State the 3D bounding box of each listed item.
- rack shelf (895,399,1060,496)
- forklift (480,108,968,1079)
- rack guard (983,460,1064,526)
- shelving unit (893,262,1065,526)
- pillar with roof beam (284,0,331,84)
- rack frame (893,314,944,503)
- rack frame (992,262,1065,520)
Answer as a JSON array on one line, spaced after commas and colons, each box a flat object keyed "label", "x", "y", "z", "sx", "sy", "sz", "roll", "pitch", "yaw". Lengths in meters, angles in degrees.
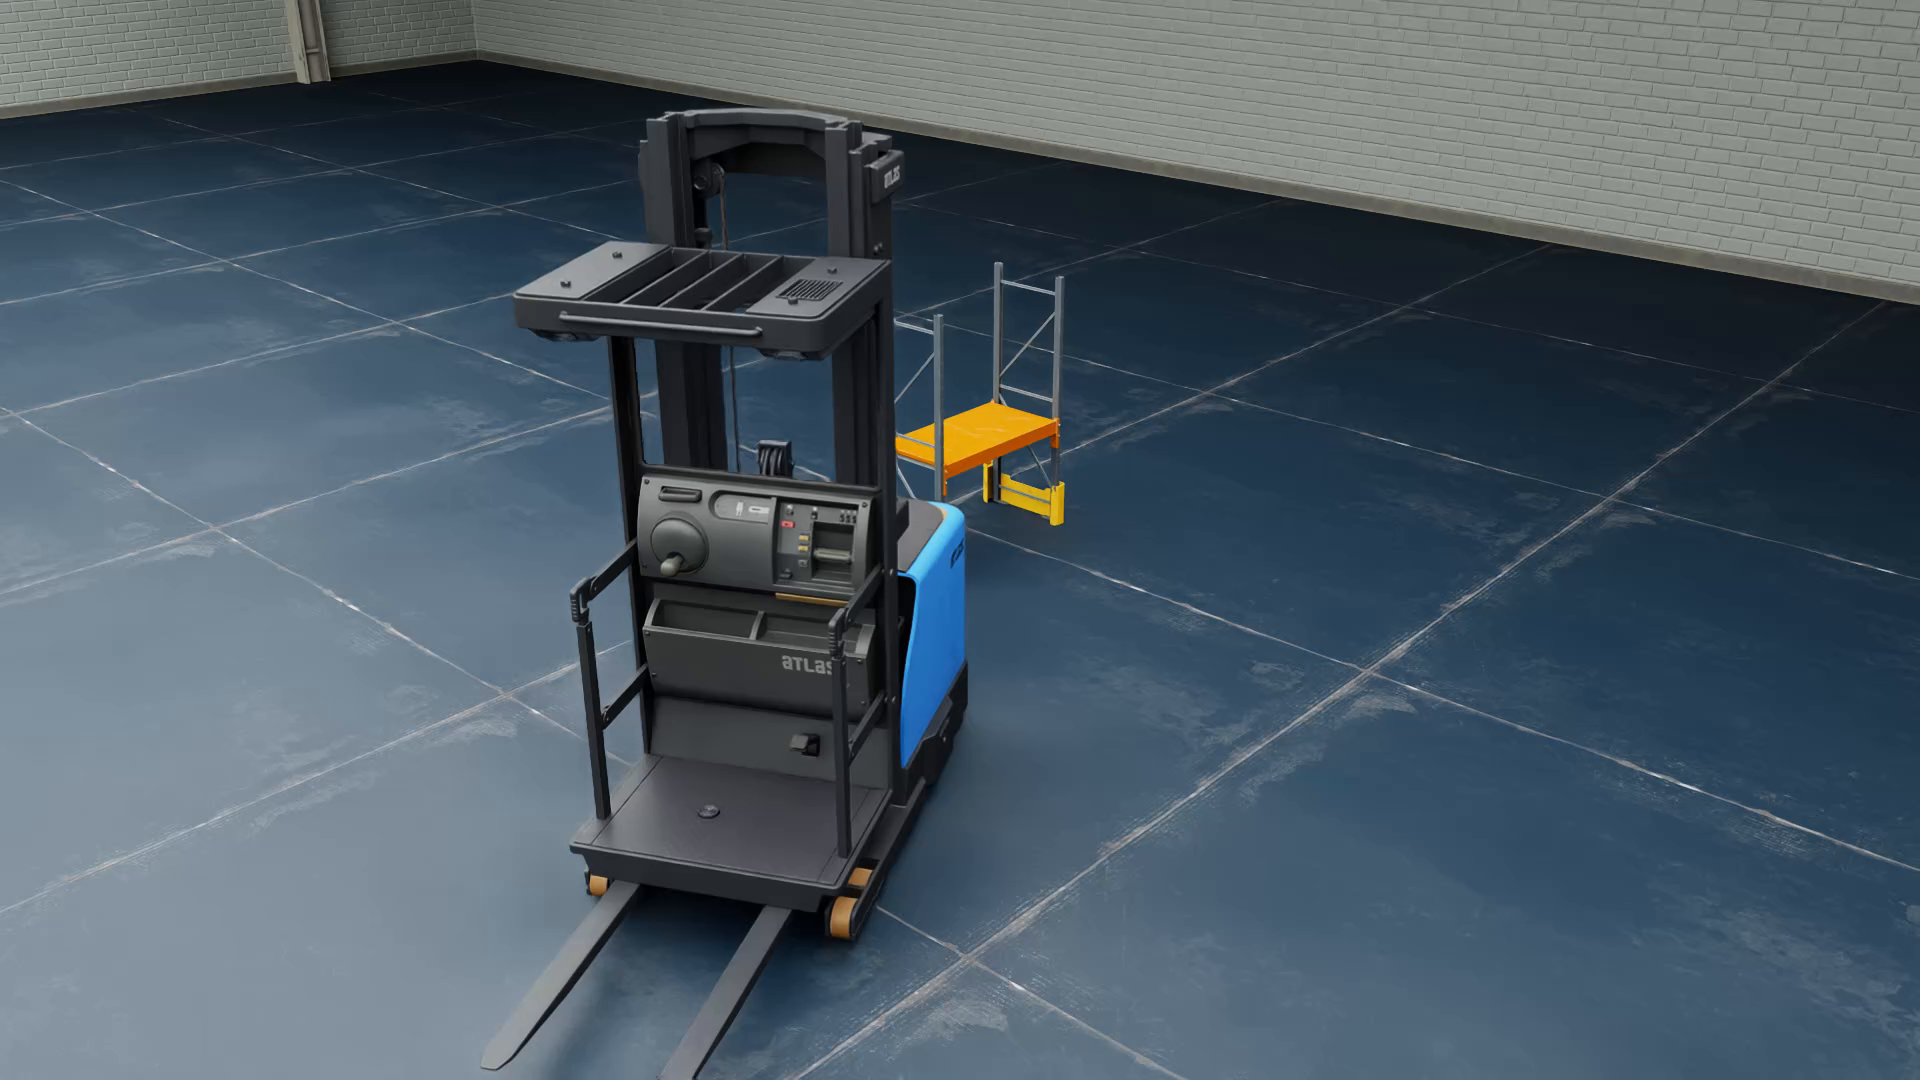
[{"label": "rack shelf", "x": 0.057, "y": -0.546, "z": 9.575, "sx": 0.538, "sy": 0.185, "sz": 1.000, "roll": 20, "pitch": 31, "yaw": 38}, {"label": "forklift", "x": -0.841, "y": 0.013, "z": 6.139, "sx": 1.130, "sy": 2.935, "sz": 3.031, "roll": 6, "pitch": 25, "yaw": 14}, {"label": "rack guard", "x": 0.383, "y": -0.289, "z": 10.089, "sx": 0.587, "sy": 0.250, "sz": 0.087, "roll": 20, "pitch": 31, "yaw": 38}, {"label": "shelving unit", "x": 0.051, "y": -0.708, "z": 9.495, "sx": 0.587, "sy": 1.500, "sz": 1.083, "roll": 20, "pitch": 31, "yaw": 38}, {"label": "pillar with roof beam", "x": -6.638, "y": -9.924, "z": 20.885, "sx": 9.100, "sy": 9.000, "sz": 0.400, "roll": 20, "pitch": 31, "yaw": 38}, {"label": "rack frame", "x": -0.282, "y": -0.555, "z": 9.156, "sx": 0.500, "sy": 1.500, "sz": 0.032, "roll": 20, "pitch": 31, "yaw": 38}, {"label": "rack frame", "x": 0.396, "y": -0.865, "z": 9.847, "sx": 0.500, "sy": 1.500, "sz": 0.032, "roll": 20, "pitch": 31, "yaw": 38}]
